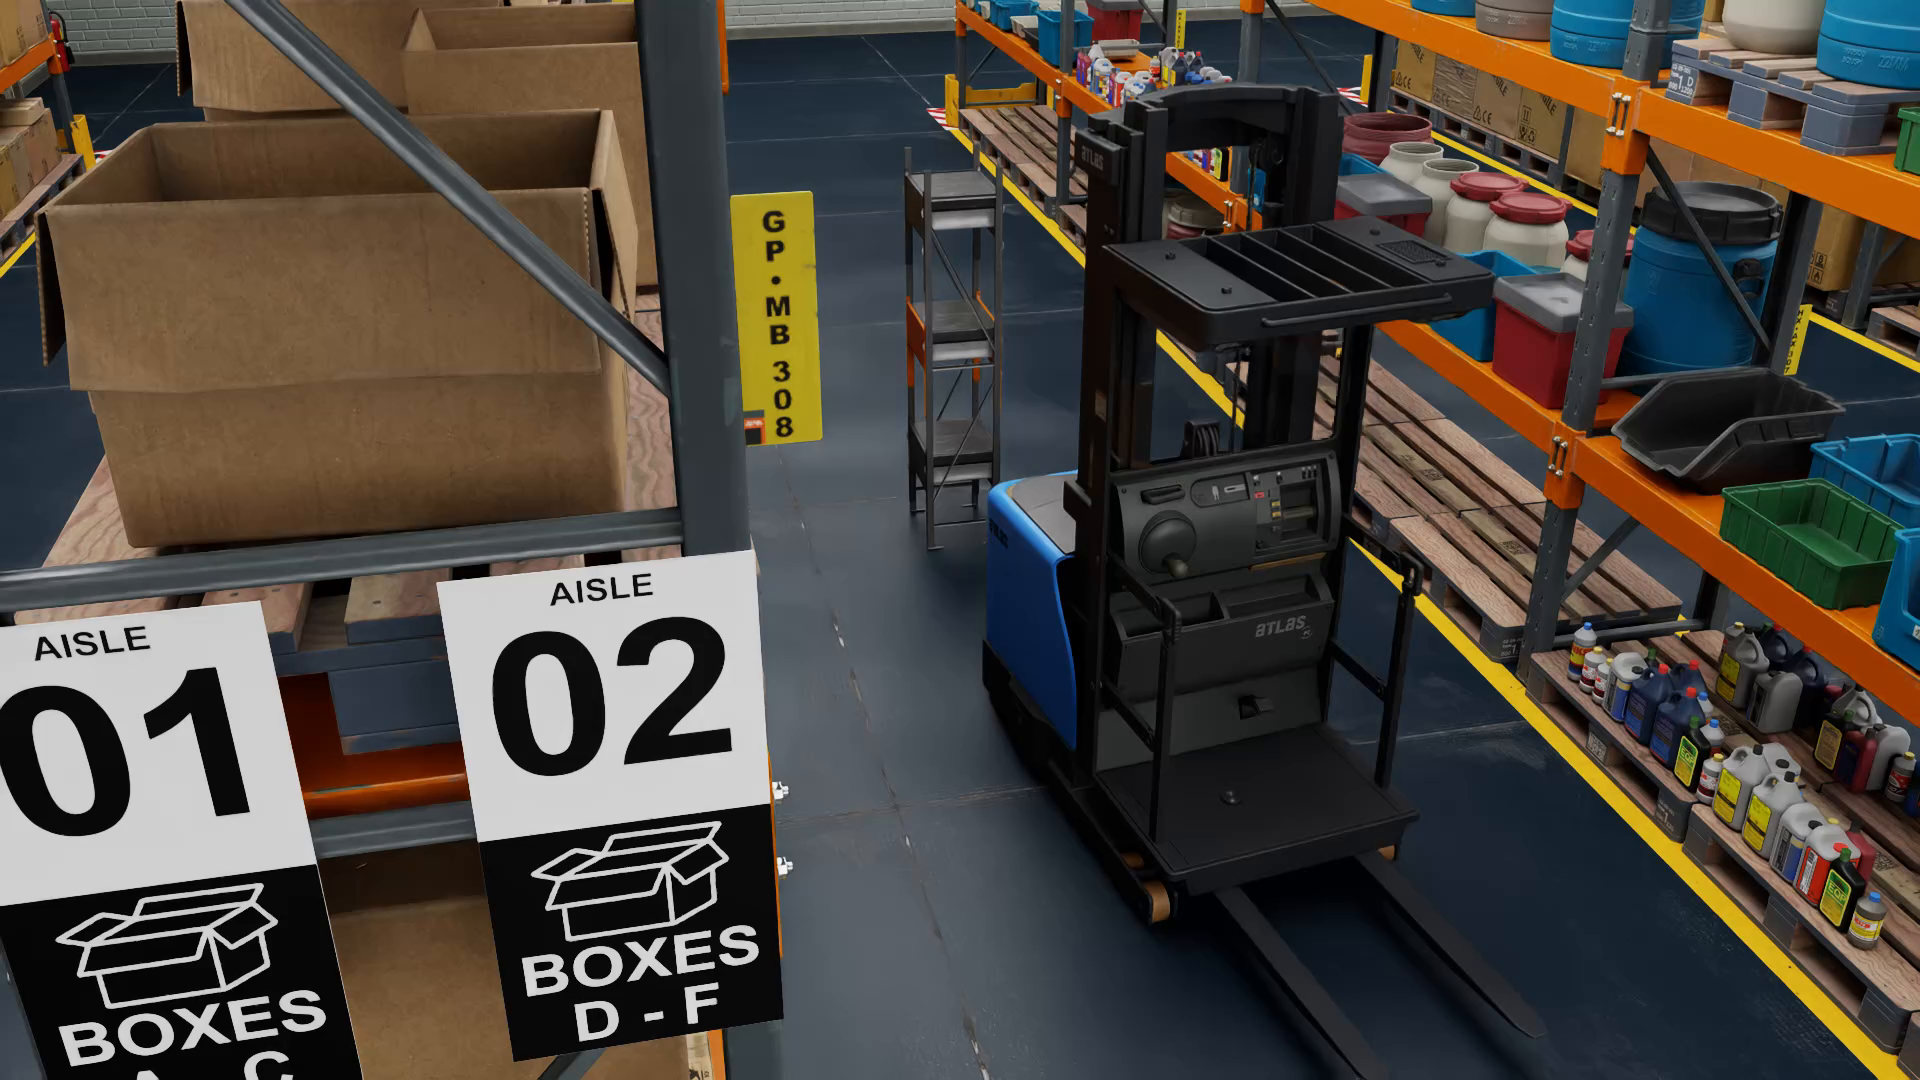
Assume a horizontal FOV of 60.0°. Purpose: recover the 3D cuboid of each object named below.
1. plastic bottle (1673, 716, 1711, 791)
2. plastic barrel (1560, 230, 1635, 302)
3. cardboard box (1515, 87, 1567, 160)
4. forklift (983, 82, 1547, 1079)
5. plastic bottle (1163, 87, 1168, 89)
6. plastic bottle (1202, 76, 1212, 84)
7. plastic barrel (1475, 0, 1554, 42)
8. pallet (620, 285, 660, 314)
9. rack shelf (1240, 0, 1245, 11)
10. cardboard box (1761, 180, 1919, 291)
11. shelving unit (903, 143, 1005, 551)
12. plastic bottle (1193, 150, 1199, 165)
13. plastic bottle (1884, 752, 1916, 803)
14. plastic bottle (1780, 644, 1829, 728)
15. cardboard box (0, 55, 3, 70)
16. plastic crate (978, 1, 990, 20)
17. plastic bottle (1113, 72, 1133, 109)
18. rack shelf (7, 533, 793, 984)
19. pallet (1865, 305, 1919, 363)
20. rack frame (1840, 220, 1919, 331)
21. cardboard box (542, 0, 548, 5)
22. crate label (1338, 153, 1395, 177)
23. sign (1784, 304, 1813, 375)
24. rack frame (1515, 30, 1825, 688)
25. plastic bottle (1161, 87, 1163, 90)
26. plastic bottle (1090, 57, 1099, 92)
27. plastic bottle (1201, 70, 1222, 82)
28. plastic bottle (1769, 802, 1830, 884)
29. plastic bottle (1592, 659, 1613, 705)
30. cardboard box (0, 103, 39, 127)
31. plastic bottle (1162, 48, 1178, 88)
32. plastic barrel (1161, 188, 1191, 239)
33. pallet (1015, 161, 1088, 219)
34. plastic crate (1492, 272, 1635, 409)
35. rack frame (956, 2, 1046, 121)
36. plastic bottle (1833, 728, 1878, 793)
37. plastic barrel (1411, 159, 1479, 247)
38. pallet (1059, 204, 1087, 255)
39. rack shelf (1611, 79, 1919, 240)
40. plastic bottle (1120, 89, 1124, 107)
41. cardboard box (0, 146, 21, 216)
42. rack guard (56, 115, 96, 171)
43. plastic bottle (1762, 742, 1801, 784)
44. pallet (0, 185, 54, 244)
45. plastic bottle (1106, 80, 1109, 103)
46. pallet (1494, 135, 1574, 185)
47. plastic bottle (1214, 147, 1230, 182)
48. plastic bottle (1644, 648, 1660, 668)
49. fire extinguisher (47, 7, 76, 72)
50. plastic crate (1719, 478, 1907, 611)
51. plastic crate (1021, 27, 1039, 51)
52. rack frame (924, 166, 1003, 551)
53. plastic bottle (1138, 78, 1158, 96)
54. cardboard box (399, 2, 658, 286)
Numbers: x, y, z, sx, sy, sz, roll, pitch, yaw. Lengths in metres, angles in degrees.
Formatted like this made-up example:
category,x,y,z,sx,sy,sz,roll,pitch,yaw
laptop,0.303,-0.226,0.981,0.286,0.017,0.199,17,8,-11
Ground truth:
category,x,y,z,sx,sy,sz,roll,pitch,yaw
plastic bottle,2.973,0.863,6.739,0.061,0.283,0.133,-5,27,-9
plastic barrel,3.155,-1.213,8.173,0.433,0.535,0.433,0,27,0
cardboard box,6.108,-4.262,16.256,0.875,0.875,0.875,-6,27,-12
forklift,1.102,-0.058,6.111,1.130,2.935,3.031,-10,28,-18
plastic bottle,1.495,-3.154,12.224,0.144,0.351,0.185,-6,27,-12
plastic bottle,1.919,-3.461,12.920,0.097,0.271,0.097,0,27,0
plastic barrel,2.683,-2.761,7.506,0.600,0.901,0.600,0,27,0
pallet,-1.181,-0.602,3.882,1.003,0.211,1.213,-6,27,-12
rack shelf,1.804,-4.362,12.032,1.077,0.370,4.000,-6,27,-12
cardboard box,6.945,-2.513,12.791,1.225,0.875,0.875,-7,28,-14
shelving unit,-0.037,-1.010,8.921,0.431,2.100,0.503,-6,27,-12
plastic bottle,1.666,-2.708,11.507,0.097,0.201,0.097,0,27,0
plastic bottle,3.784,0.943,6.669,0.097,0.201,0.097,0,27,0
plastic bottle,3.626,0.614,7.156,0.144,0.351,0.185,-7,28,-14
cardboard box,-8.738,-4.229,13.967,0.980,0.700,0.700,-7,28,-14
plastic crate,0.332,-5.298,16.644,0.250,0.136,0.298,-6,27,-12
plastic bottle,1.295,-3.518,13.029,0.152,0.276,0.135,-6,27,-12
rack shelf,-1.220,-0.348,4.081,1.077,0.370,4.000,-6,27,-12
pallet,7.255,-1.381,11.751,1.003,0.211,1.213,-6,27,-12
rack frame,7.081,-2.969,11.803,1.000,3.000,0.127,-6,27,-12
cardboard box,-1.800,-1.940,6.135,0.500,0.250,0.500,-3,27,-6
crate label,2.215,-2.018,9.880,0.502,0.435,0.616,-6,27,-12
sign,3.695,-0.884,7.366,0.100,0.325,0.005,-6,27,-12
rack frame,3.156,-0.710,7.327,1.000,3.000,0.127,-6,27,-12
plastic bottle,1.531,-3.290,12.581,0.097,0.271,0.097,0,27,0
plastic bottle,1.116,-3.810,13.612,0.097,0.271,0.097,0,27,0
plastic bottle,1.984,-3.585,13.162,0.152,0.276,0.135,-6,27,-12
plastic bottle,3.156,1.130,6.217,0.152,0.276,0.135,-7,28,-13
plastic bottle,2.847,0.617,7.316,0.097,0.201,0.097,0,27,0
cardboard box,-8.680,-3.886,15.208,0.380,0.149,0.250,-5,27,-10
plastic bottle,1.739,-3.815,13.534,0.144,0.351,0.185,-6,27,-12
plastic barrel,1.659,-2.490,13.150,0.421,0.512,0.421,0,27,0
pallet,1.150,-3.296,15.545,1.003,0.211,1.213,-6,27,-12
plastic crate,2.749,-0.920,7.672,0.402,0.464,0.583,-6,27,-12
rack frame,0.452,-5.978,17.764,1.000,3.000,0.127,-6,27,-12
plastic bottle,3.628,0.869,6.726,0.061,0.283,0.133,-6,27,-12
plastic barrel,2.790,-1.901,9.563,0.421,0.512,0.421,0,27,0
pallet,1.487,-2.634,14.234,1.003,0.211,1.213,-6,27,-12
rack shelf,3.607,-0.850,5.074,1.077,0.370,4.000,-6,27,-12
plastic bottle,1.295,-3.431,12.939,0.097,0.201,0.097,0,27,0
cardboard box,-8.591,-3.072,14.316,0.700,0.500,0.500,-5,27,-10
rack guard,-9.205,-3.866,16.355,1.175,0.500,0.348,-6,27,-12
plastic bottle,3.211,0.950,6.574,0.152,0.276,0.135,-6,27,-12
pallet,-8.672,-2.849,14.661,1.003,0.211,1.213,-6,27,-12
plastic bottle,1.213,-3.591,13.257,0.097,0.201,0.097,0,27,0
pallet,6.084,-3.822,16.587,1.003,0.211,1.213,-6,27,-12
plastic bottle,1.748,-2.548,11.099,0.061,0.283,0.133,-6,27,-12
plastic bottle,3.004,0.619,7.221,0.061,0.283,0.133,-6,27,-12
fire extinguisher,-8.784,-4.884,16.097,0.296,0.674,0.183,-6,27,-12
plastic crate,3.187,0.009,6.138,0.450,0.188,0.662,-6,27,-12
plastic crate,0.840,-4.590,15.253,0.437,0.125,0.590,-6,27,-12
rack frame,0.018,-0.903,8.709,0.400,2.100,0.015,-6,27,-12
plastic bottle,1.424,-3.294,12.501,0.144,0.351,0.185,-6,27,-12
cardboard box,-0.877,-0.843,3.530,0.500,0.500,0.500,-6,27,-12
